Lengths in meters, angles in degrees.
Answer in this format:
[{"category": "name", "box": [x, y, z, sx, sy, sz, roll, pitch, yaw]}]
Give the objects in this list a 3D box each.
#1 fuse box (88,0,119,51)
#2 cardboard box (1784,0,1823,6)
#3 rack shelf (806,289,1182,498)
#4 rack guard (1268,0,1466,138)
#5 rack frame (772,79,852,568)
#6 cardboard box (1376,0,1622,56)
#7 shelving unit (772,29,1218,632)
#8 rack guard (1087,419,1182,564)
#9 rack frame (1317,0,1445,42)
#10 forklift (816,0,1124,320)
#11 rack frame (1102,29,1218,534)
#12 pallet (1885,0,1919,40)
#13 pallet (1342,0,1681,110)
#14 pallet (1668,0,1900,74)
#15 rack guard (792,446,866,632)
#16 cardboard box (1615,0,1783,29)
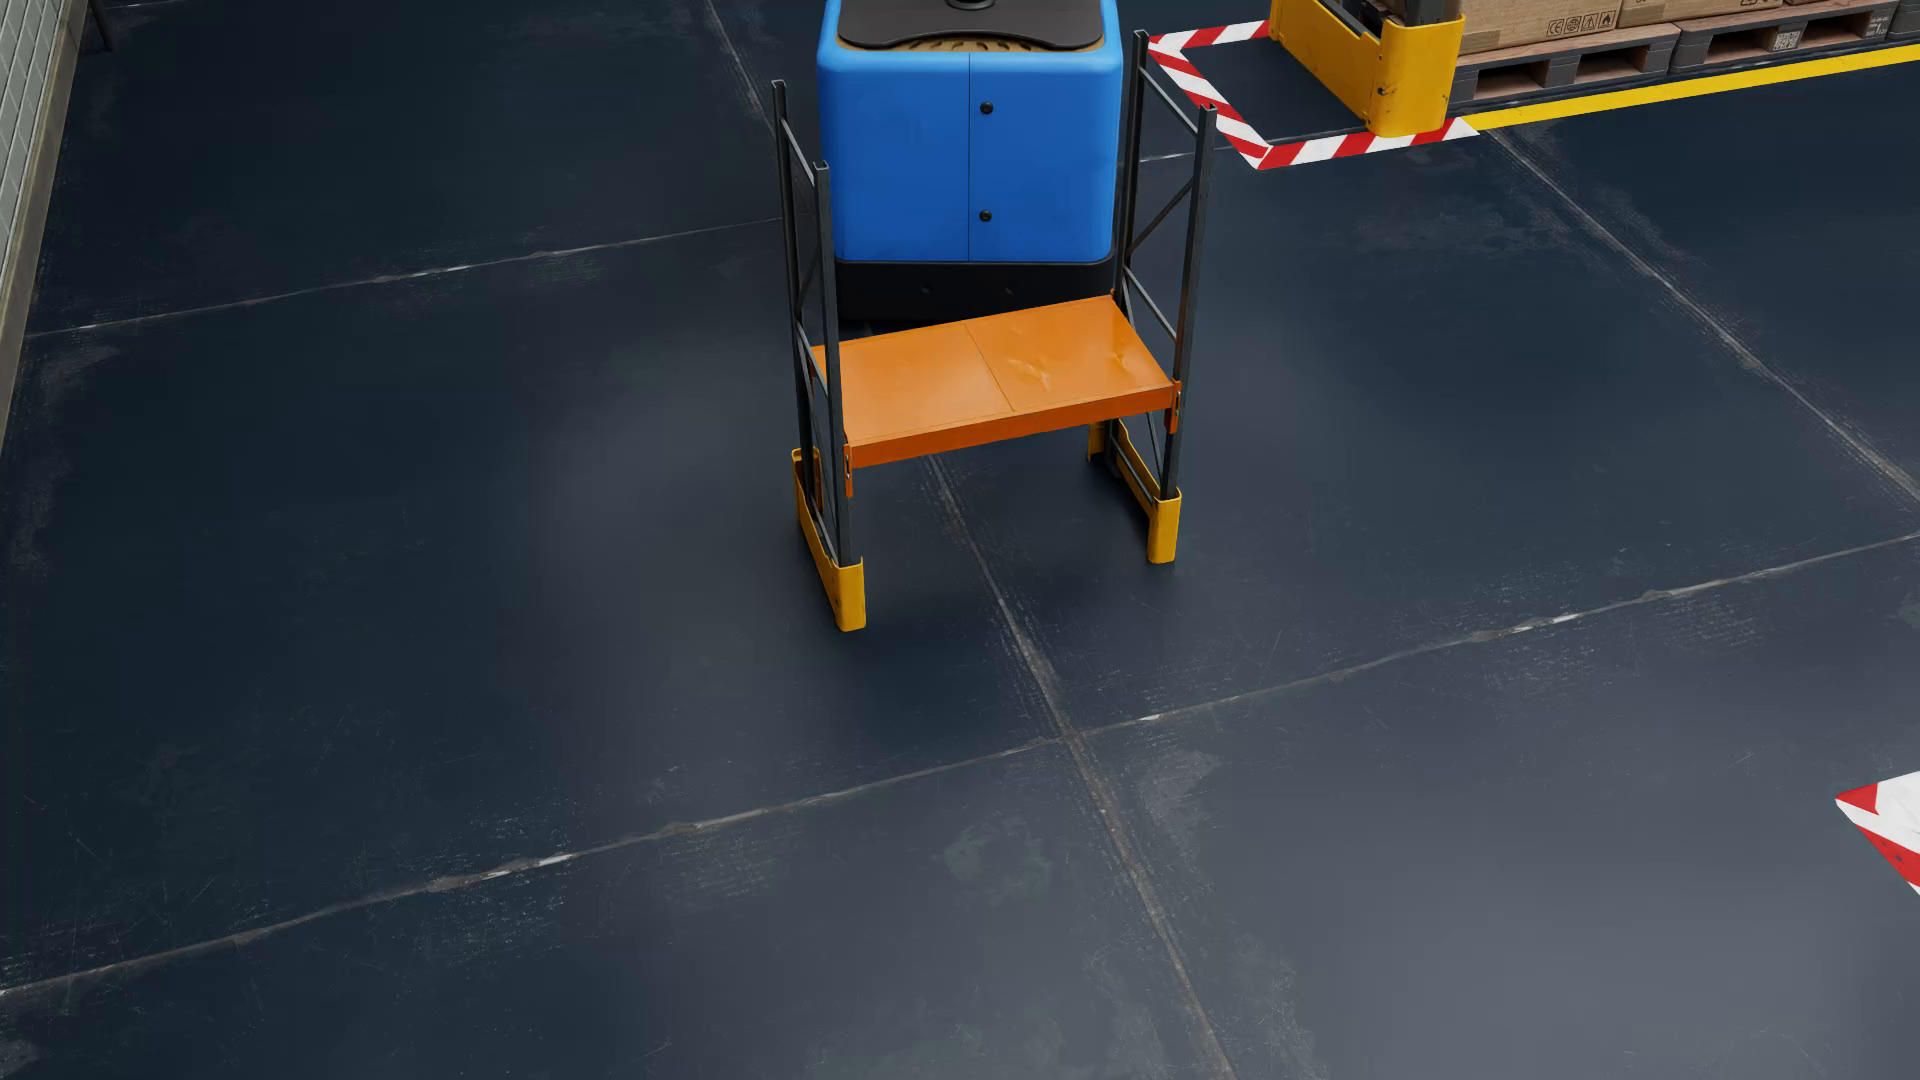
[{"category": "fuse box", "box": [-4.027, -3.011, 7.396, 0.414, 1.711, 0.539, -12, 42, -13]}, {"category": "cardboard box", "box": [4.167, -3.028, 8.064, 0.875, 0.438, 0.875, -13, 43, -14]}, {"category": "rack shelf", "box": [0.081, -0.446, 4.894, 1.000, 0.185, 0.538, -12, 42, -13]}, {"category": "rack guard", "box": [1.814, -2.332, 7.540, 0.348, 0.500, 1.175, -12, 42, -13]}, {"category": "rack frame", "box": [-0.403, -0.481, 4.661, 0.032, 1.500, 0.500, -12, 42, -13]}, {"category": "cardboard box", "box": [2.436, -2.665, 7.649, 0.875, 0.438, 0.875, -13, 43, -15]}, {"category": "shelving unit", "box": [0.073, -0.580, 4.774, 1.083, 1.500, 0.587, -12, 42, -13]}, {"category": "rack guard", "box": [0.548, -0.208, 5.298, 0.087, 0.250, 0.587, -12, 42, -13]}, {"category": "rack frame", "box": [1.837, -3.278, 6.723, 0.127, 3.000, 1.000, -12, 42, -13]}, {"category": "forklift", "box": [0.053, -2.845, 6.279, 1.130, 2.935, 3.031, 1, 41, 1]}, {"category": "rack frame", "box": [0.566, -0.682, 4.891, 0.032, 1.500, 0.500, -12, 42, -13]}, {"category": "pallet", "box": [4.903, -2.918, 8.429, 1.213, 0.211, 1.003, -12, 42, -13]}, {"category": "pallet", "box": [2.576, -2.435, 7.877, 1.213, 0.211, 1.003, -12, 42, -13]}, {"category": "pallet", "box": [3.737, -2.674, 8.150, 1.213, 0.211, 1.003, -12, 42, -13]}, {"category": "rack guard", "box": [-0.402, -0.011, 5.072, 0.087, 0.250, 0.587, -12, 42, -13]}, {"category": "cardboard box", "box": [3.306, -2.851, 7.862, 0.875, 0.438, 0.875, -11, 42, -12]}]
